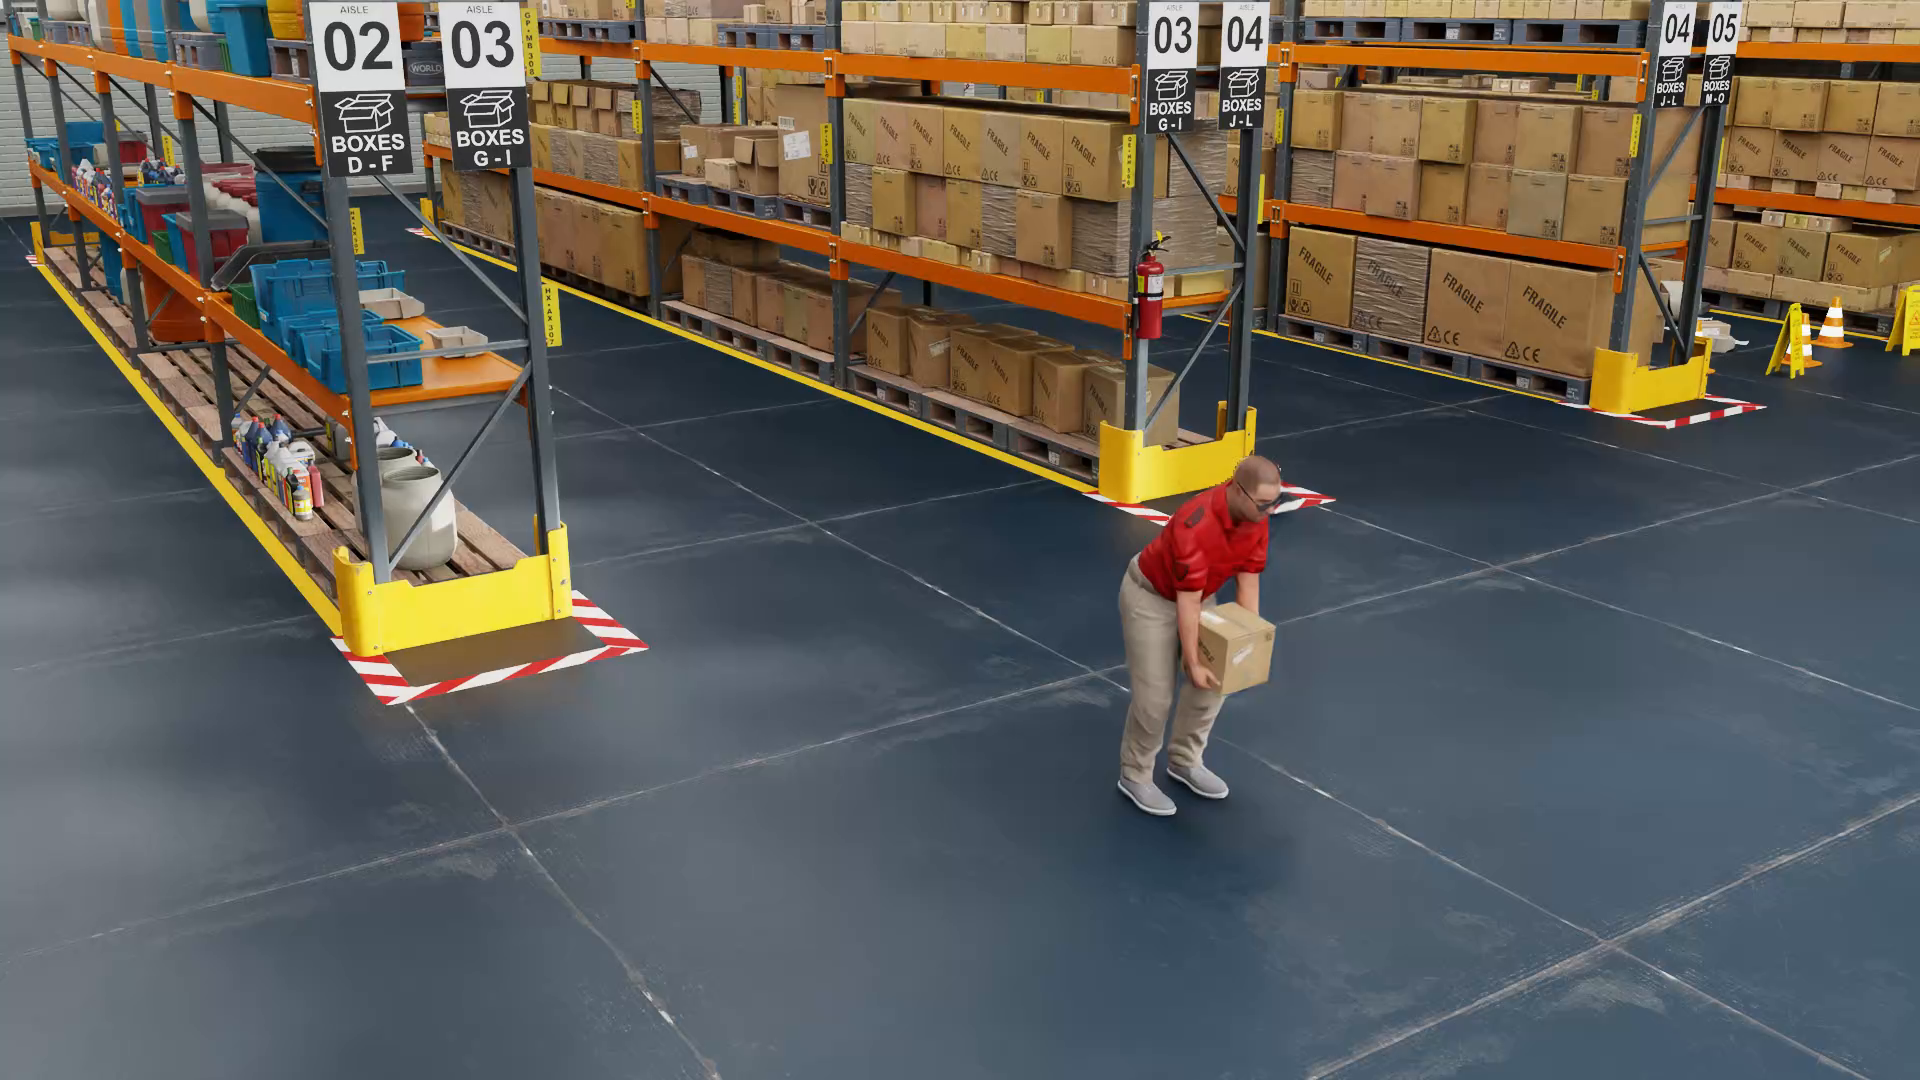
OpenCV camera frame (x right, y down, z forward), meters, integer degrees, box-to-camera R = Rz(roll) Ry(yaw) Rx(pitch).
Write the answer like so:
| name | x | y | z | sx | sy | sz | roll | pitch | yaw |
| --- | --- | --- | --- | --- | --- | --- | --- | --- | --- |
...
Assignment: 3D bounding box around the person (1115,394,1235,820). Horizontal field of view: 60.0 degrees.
| name | x | y | z | sx | sy | sz | roll | pitch | yaw |
| --- | --- | --- | --- | --- | --- | --- | --- | --- | --- |
| person | 0.899 | 0.243 | 6.826 | 0.601 | 1.726 | 0.393 | -13 | 22 | -35 |
